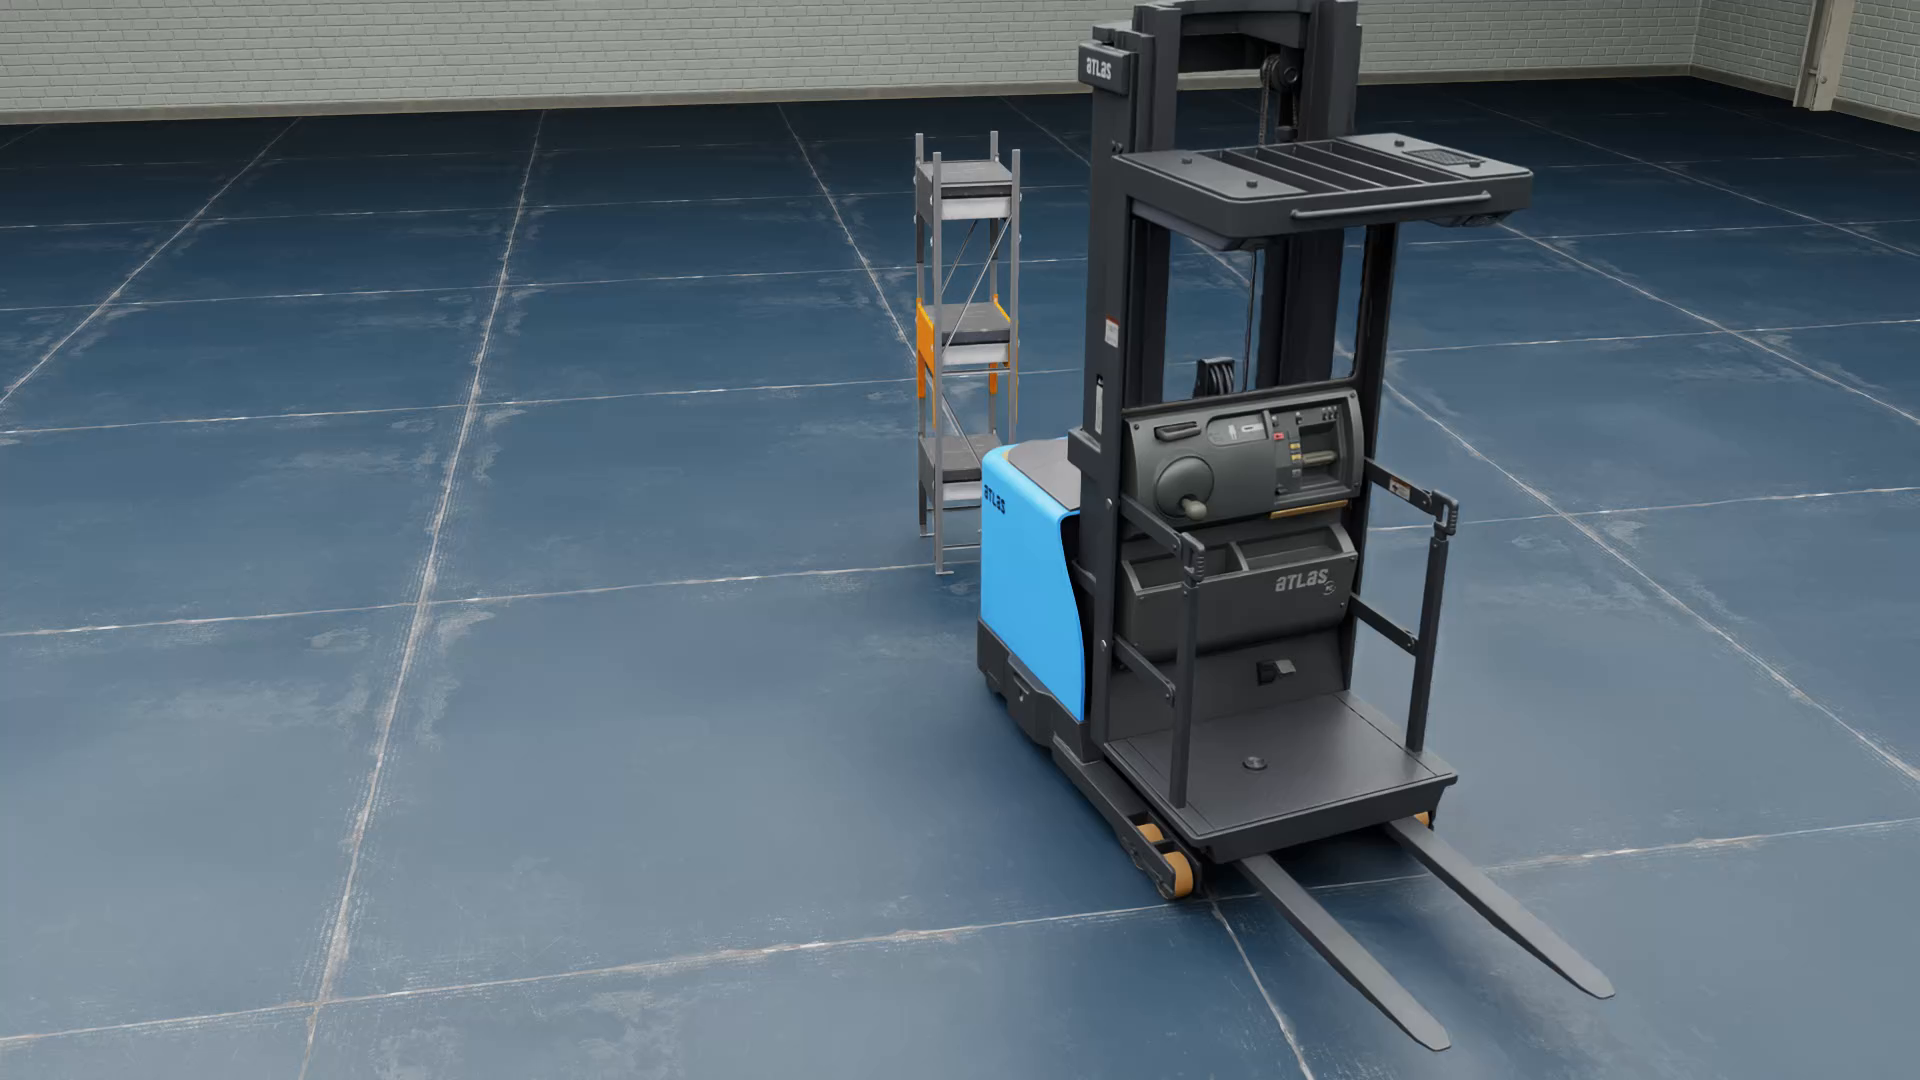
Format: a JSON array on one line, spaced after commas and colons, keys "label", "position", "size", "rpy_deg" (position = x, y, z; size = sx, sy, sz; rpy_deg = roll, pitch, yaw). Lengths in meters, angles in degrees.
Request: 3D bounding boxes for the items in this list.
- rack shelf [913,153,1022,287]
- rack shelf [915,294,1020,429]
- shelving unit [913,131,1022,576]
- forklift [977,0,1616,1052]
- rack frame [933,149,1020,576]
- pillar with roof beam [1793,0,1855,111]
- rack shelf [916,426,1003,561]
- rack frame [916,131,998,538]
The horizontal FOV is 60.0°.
[{"label": "rack shelf", "position": [0.031, -1.526, 7.906], "size": [0.431, 0.518, 0.480], "rpy_deg": [-4, 24, -10]}, {"label": "rack shelf", "position": [0.031, -0.885, 8.186], "size": [0.431, 0.518, 0.480], "rpy_deg": [-4, 24, -10]}, {"label": "shelving unit", "position": [0.031, -0.897, 8.181], "size": [0.431, 2.100, 0.503], "rpy_deg": [-4, 24, -10]}, {"label": "forklift", "position": [1.106, -0.271, 5.709], "size": [1.130, 2.935, 3.031], "rpy_deg": [-9, 25, -20]}, {"label": "rack frame", "position": [0.076, -0.801, 7.961], "size": [0.400, 2.100, 0.015], "rpy_deg": [-4, 24, -10]}, {"label": "pillar with roof beam", "position": [6.841, -9.415, 19.064], "size": [9.100, 9.000, 0.400], "rpy_deg": [-4, 24, -10]}, {"label": "rack shelf", "position": [0.031, -0.243, 8.466], "size": [0.431, 0.518, 0.480], "rpy_deg": [-4, 24, -10]}, {"label": "rack frame", "position": [-0.015, -0.993, 8.400], "size": [0.400, 2.100, 0.015], "rpy_deg": [-4, 24, -10]}]
